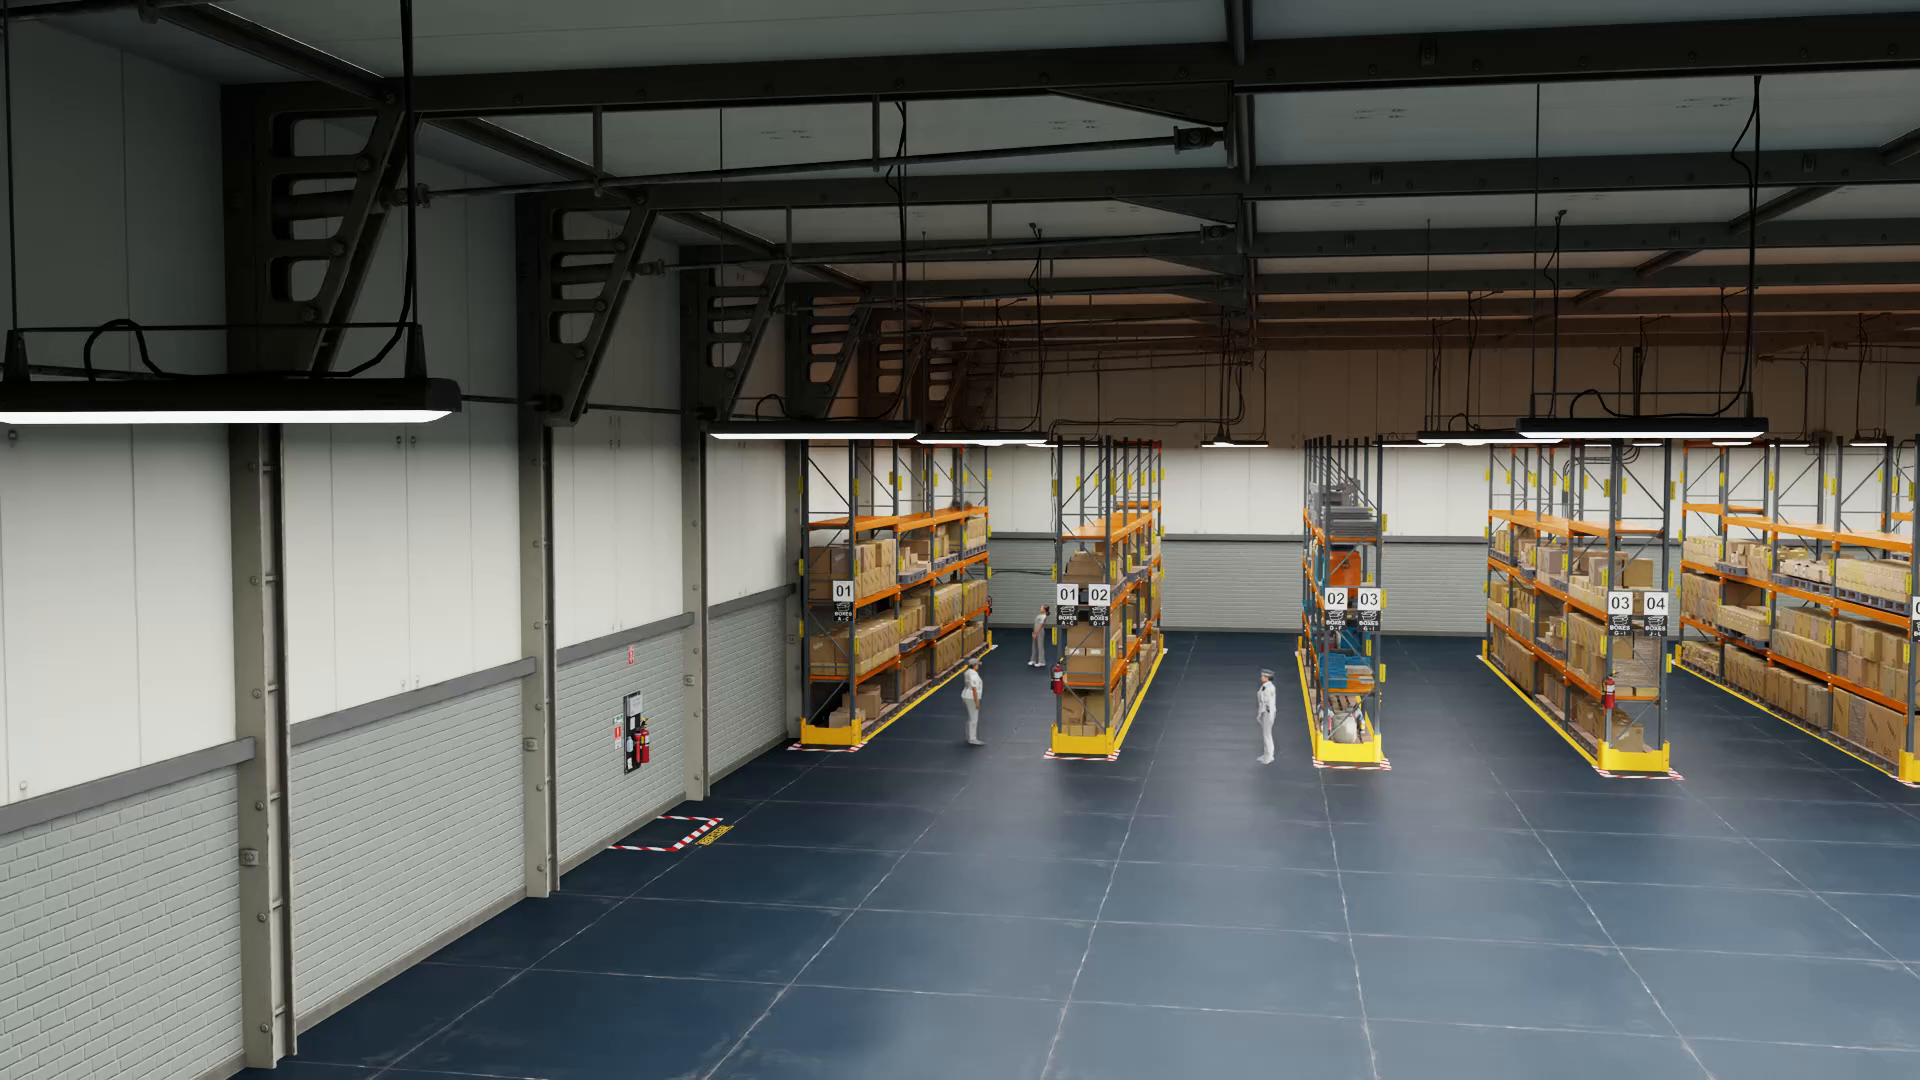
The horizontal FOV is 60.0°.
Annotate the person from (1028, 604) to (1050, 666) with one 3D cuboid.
[{"bbox_3d":[2.103,2.511,44.122,0.543,1.641,0.530,-1,3,-16],"label":"person"}]

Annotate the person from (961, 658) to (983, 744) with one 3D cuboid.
[{"bbox_3d":[0.245,3.179,32.506,0.402,1.752,0.545,-1,3,-14],"label":"person"}]

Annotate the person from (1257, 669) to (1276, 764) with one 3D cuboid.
[{"bbox_3d":[5.639,3.237,30.614,0.347,1.720,0.567,0,3,-5],"label":"person"}]
